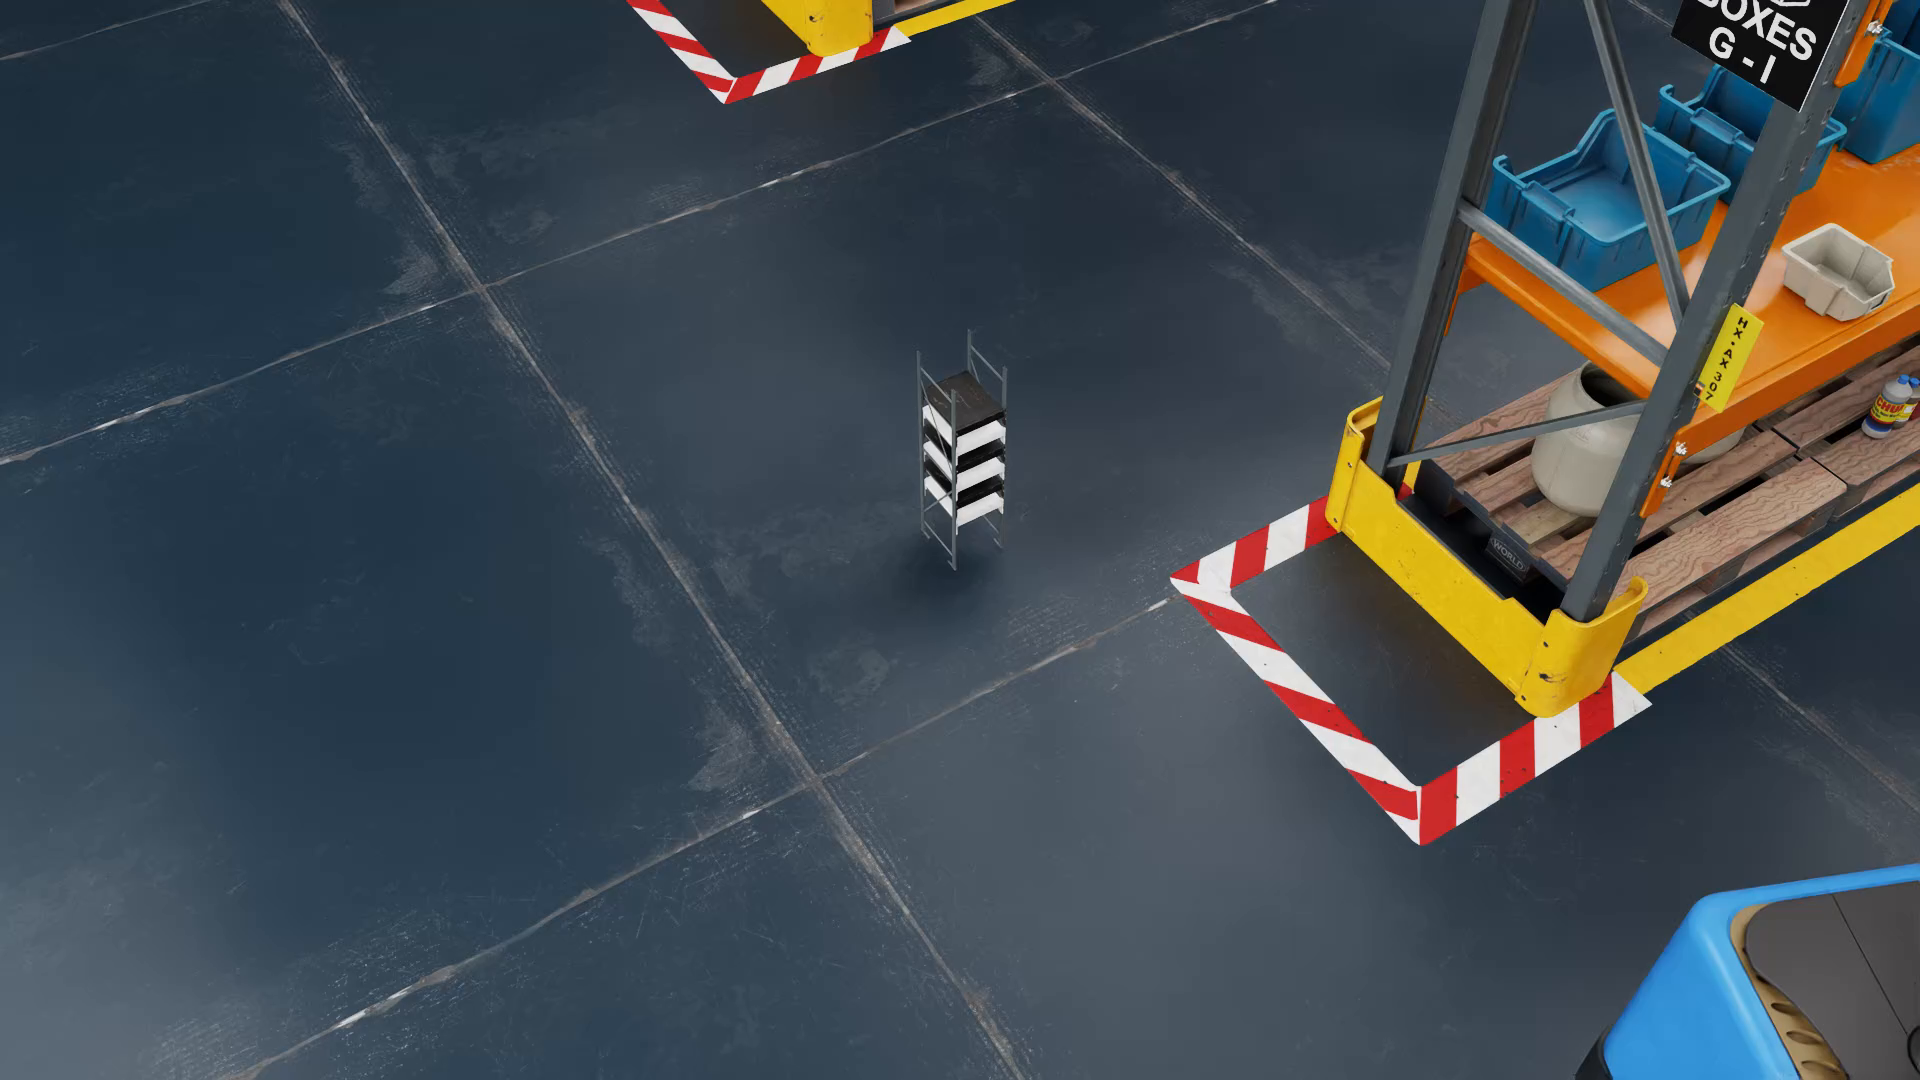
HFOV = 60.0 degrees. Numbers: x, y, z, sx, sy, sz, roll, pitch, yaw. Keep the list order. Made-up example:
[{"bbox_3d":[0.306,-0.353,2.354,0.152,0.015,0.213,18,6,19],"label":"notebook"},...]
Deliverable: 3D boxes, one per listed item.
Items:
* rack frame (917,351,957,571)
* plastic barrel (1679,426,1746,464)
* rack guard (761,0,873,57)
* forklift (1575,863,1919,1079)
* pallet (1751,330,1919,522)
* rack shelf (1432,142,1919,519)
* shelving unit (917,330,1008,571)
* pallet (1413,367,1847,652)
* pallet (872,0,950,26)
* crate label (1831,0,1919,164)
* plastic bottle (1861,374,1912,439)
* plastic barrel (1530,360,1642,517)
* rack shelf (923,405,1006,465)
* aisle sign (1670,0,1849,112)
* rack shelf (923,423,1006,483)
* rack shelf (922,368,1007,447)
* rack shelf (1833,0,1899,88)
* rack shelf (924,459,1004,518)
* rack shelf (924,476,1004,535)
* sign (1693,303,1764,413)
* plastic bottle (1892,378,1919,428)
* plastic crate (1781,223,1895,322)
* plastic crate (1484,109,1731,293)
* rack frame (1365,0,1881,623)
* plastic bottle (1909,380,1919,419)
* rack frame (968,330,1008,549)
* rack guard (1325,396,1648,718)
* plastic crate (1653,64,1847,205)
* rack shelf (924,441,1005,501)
[{"bbox_3d":[-0.079,-0.262,5.881,0.006,0.900,0.240,-25,53,-21],"label":"rack frame"},{"bbox_3d":[2.722,-0.568,6.132,0.421,0.512,0.421,0,48,0],"label":"plastic barrel"},{"bbox_3d":[-0.878,-3.034,8.618,0.348,0.500,1.175,-25,53,-21],"label":"rack guard"},{"bbox_3d":[3.319,0.794,3.580,3.031,2.935,1.130,-7,49,-6],"label":"forklift"},{"bbox_3d":[3.542,-0.681,6.715,1.213,0.211,1.003,-25,53,-21],"label":"pallet"},{"bbox_3d":[3.474,-1.303,5.884,4.000,0.370,1.077,-25,53,-21],"label":"rack shelf"},{"bbox_3d":[0.007,-0.302,5.917,0.210,0.900,0.258,-25,53,-21],"label":"shelving unit"},{"bbox_3d":[2.512,-0.198,6.285,1.213,0.211,1.003,-25,53,-21],"label":"pallet"},{"bbox_3d":[-0.233,-3.279,9.029,1.213,0.211,1.003,-25,53,-21],"label":"pallet"},{"bbox_3d":[3.195,-1.661,5.697,0.616,0.435,0.502,-25,53,-21],"label":"crate label"},{"bbox_3d":[3.482,-0.510,6.228,0.097,0.271,0.097,0,48,0],"label":"plastic bottle"},{"bbox_3d":[2.298,-0.368,5.954,0.421,0.512,0.421,0,48,0],"label":"plastic barrel"},{"bbox_3d":[0.007,-0.400,5.807,0.200,0.077,0.258,-25,53,-21],"label":"rack shelf"},{"bbox_3d":[1.878,-1.396,3.744,0.004,0.787,0.394,-25,53,-21],"label":"aisle sign"},{"bbox_3d":[0.007,-0.340,5.874,0.200,0.077,0.258,-25,53,-21],"label":"rack shelf"},{"bbox_3d":[0.007,-0.460,5.740,0.200,0.077,0.258,-25,53,-21],"label":"rack shelf"},{"bbox_3d":[3.474,-2.301,4.763,4.000,0.370,1.077,-25,53,-21],"label":"rack shelf"},{"bbox_3d":[0.007,-0.220,6.009,0.200,0.077,0.258,-25,53,-21],"label":"rack shelf"},{"bbox_3d":[0.007,-0.161,6.076,0.200,0.077,0.258,-25,53,-21],"label":"rack shelf"},{"bbox_3d":[2.072,-0.488,4.491,0.005,0.325,0.100,-25,53,-21],"label":"sign"},{"bbox_3d":[3.570,-0.528,6.291,0.097,0.201,0.097,0,48,0],"label":"plastic bottle"},{"bbox_3d":[2.711,-0.811,5.140,0.250,0.136,0.298,-25,53,-21],"label":"plastic crate"},{"bbox_3d":[2.046,-1.084,5.307,0.616,0.251,0.499,-25,53,-21],"label":"plastic crate"},{"bbox_3d":[1.783,-0.745,4.905,0.127,3.000,1.000,-25,53,-21],"label":"rack frame"},{"bbox_3d":[3.683,-0.593,6.293,0.133,0.283,0.061,-24,53,-20],"label":"plastic bottle"},{"bbox_3d":[0.093,-0.343,5.953,0.006,0.900,0.240,-25,53,-21],"label":"rack frame"},{"bbox_3d":[1.822,0.026,5.892,0.348,0.500,1.175,-25,53,-21],"label":"rack guard"},{"bbox_3d":[2.598,-1.340,5.534,0.408,0.251,0.499,-25,53,-21],"label":"plastic crate"},{"bbox_3d":[0.007,-0.280,5.942,0.200,0.077,0.258,-25,53,-21],"label":"rack shelf"}]
